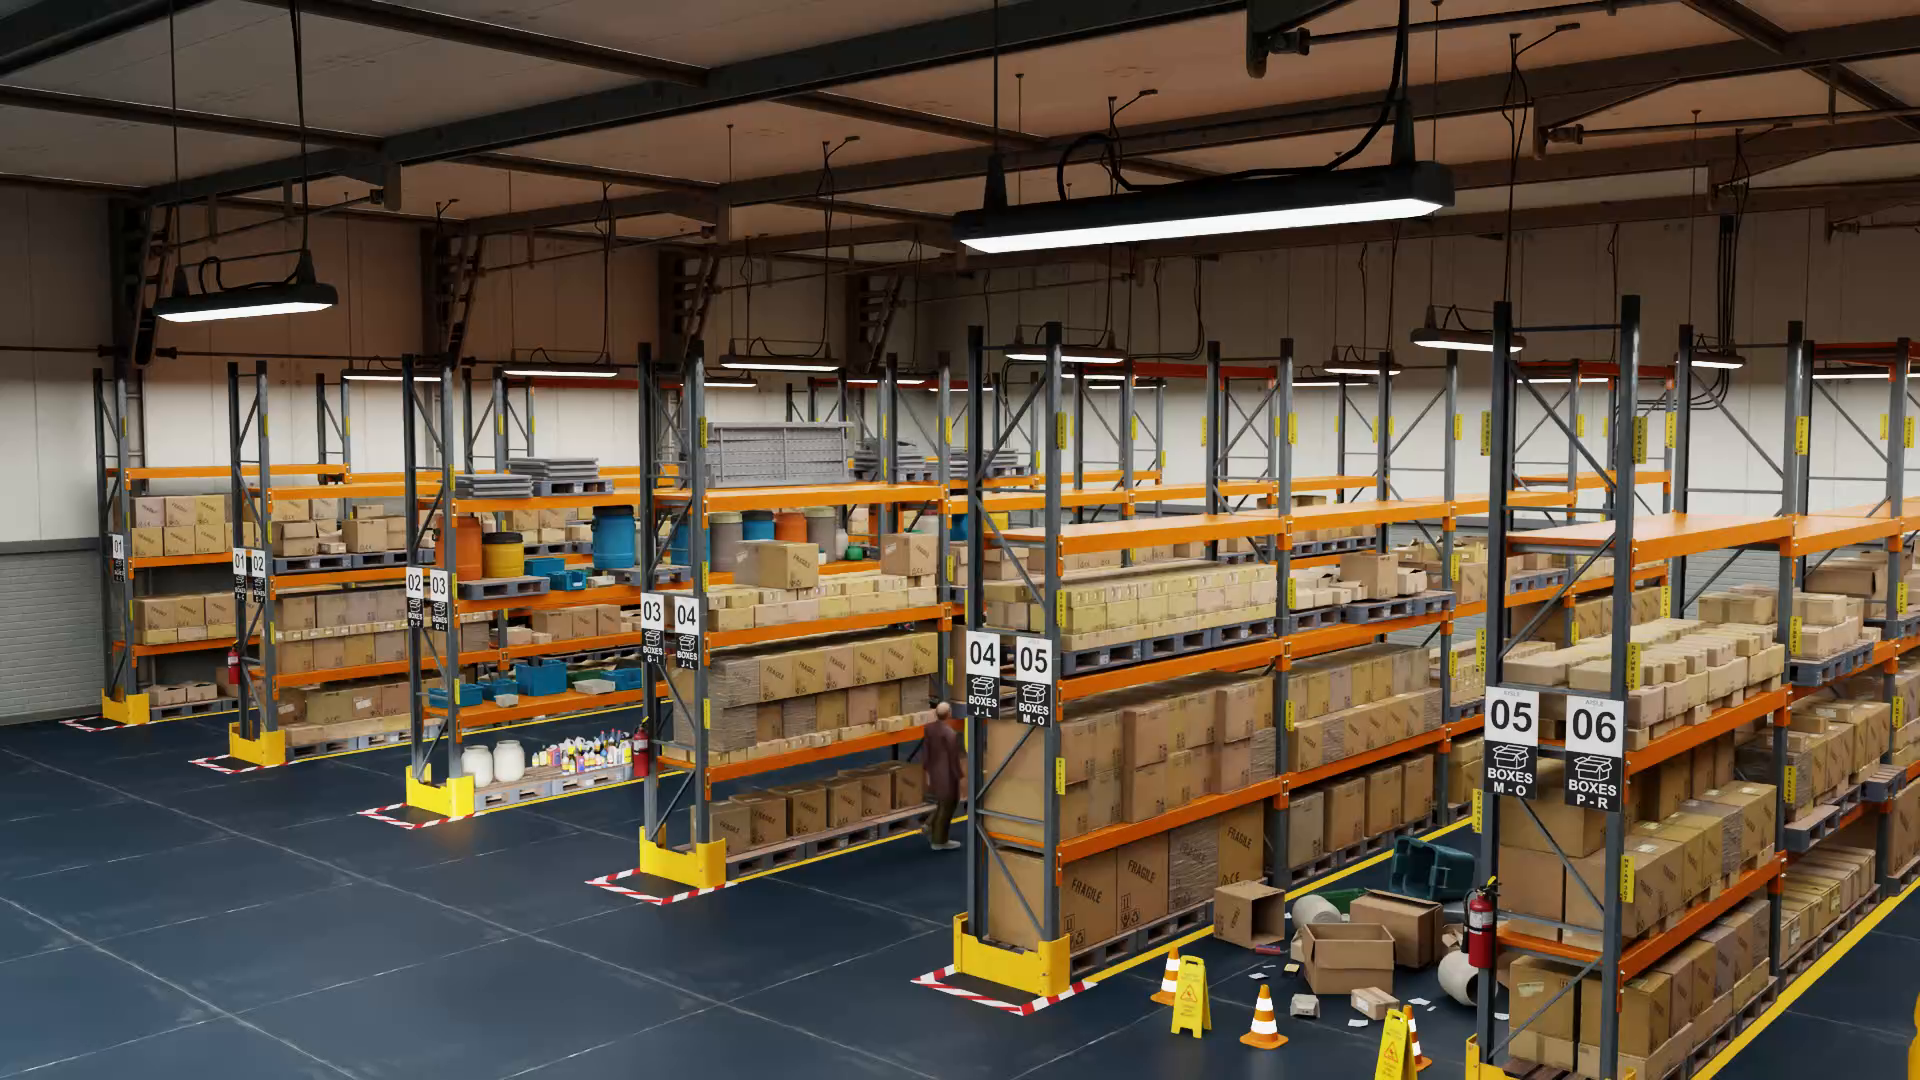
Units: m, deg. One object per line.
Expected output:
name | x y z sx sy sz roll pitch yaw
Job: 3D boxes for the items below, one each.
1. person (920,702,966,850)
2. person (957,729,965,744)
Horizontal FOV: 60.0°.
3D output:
person | -0.196 2.810 19.798 0.519 1.788 0.569 -1 4 -15
person | -0.090 2.475 24.380 0.398 1.786 0.617 2 5 24
